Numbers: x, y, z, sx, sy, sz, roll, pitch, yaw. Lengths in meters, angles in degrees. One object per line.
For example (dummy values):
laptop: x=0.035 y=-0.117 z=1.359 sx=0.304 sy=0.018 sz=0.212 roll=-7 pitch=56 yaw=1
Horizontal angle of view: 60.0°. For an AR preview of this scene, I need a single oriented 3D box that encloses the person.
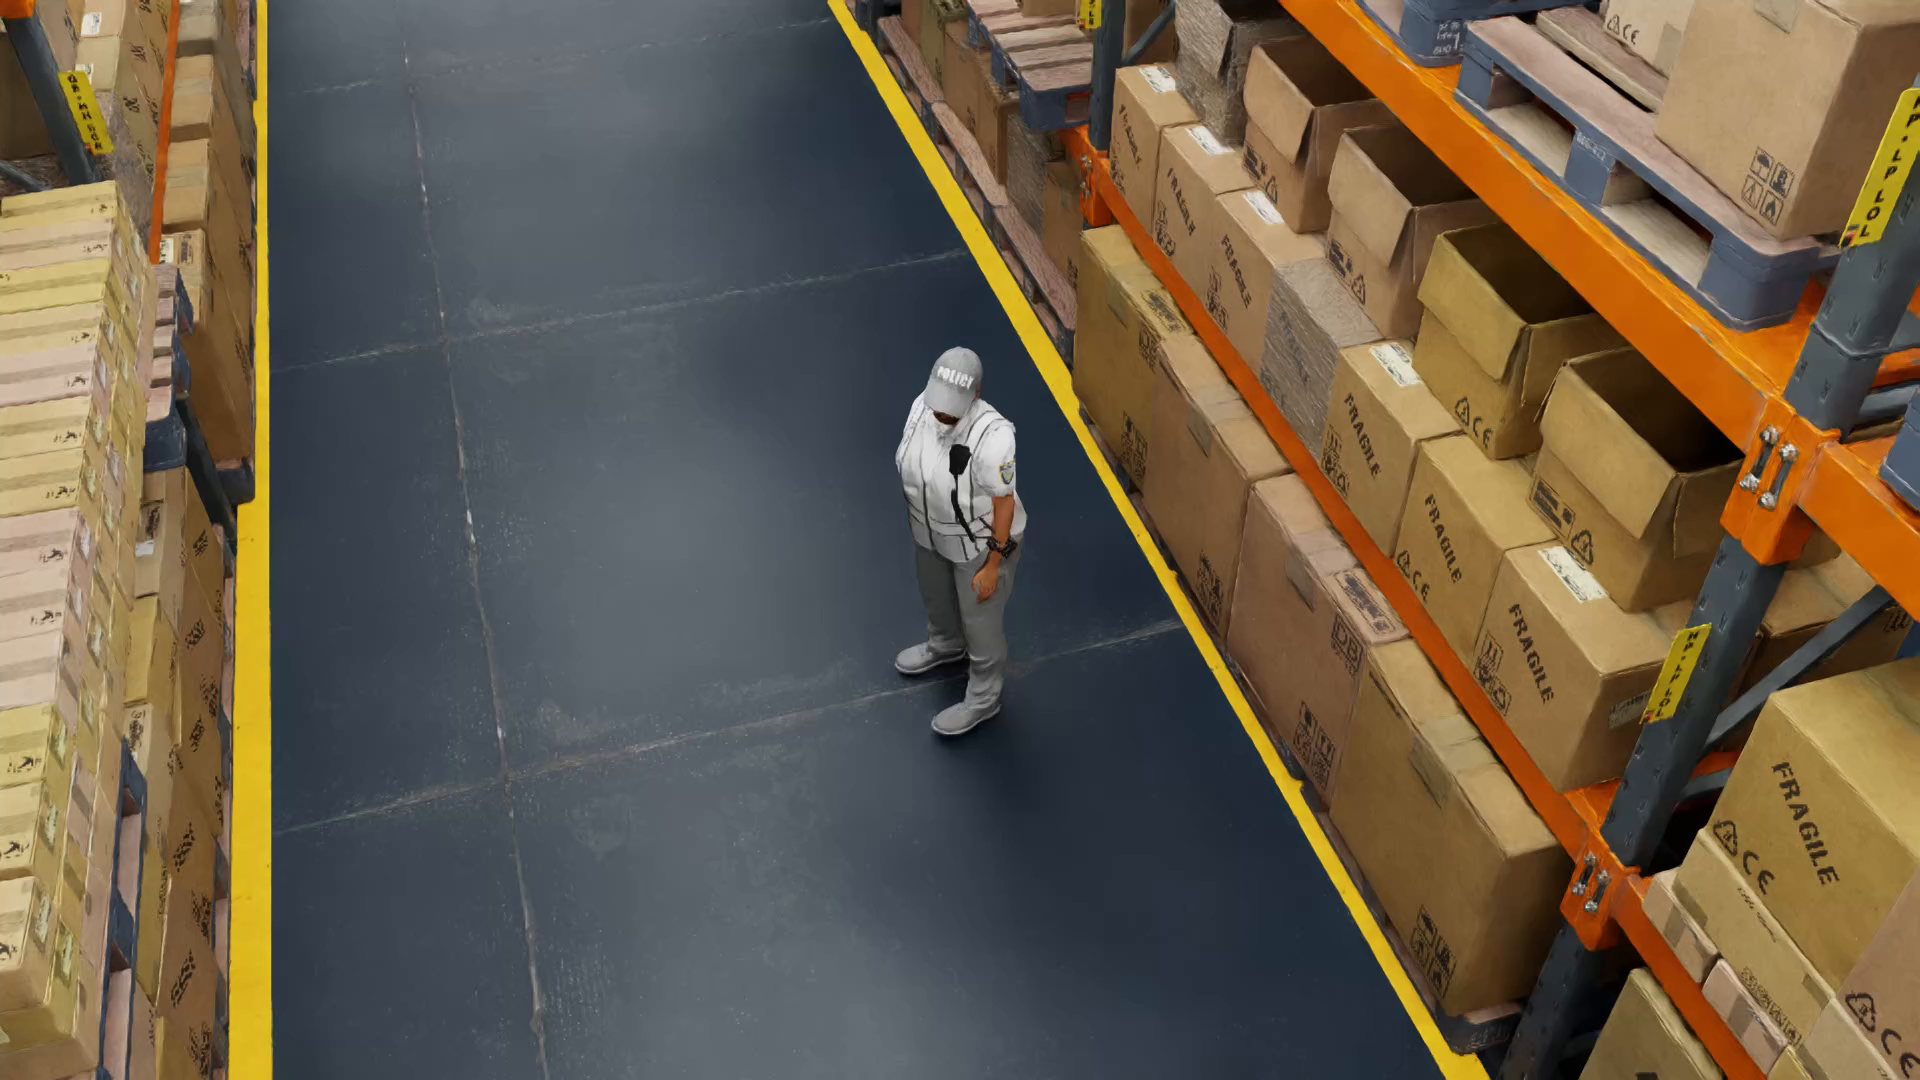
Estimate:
person: x=-0.036 y=-0.013 z=6.139 sx=0.546 sy=1.673 sz=0.462 roll=33 pitch=52 yaw=31
